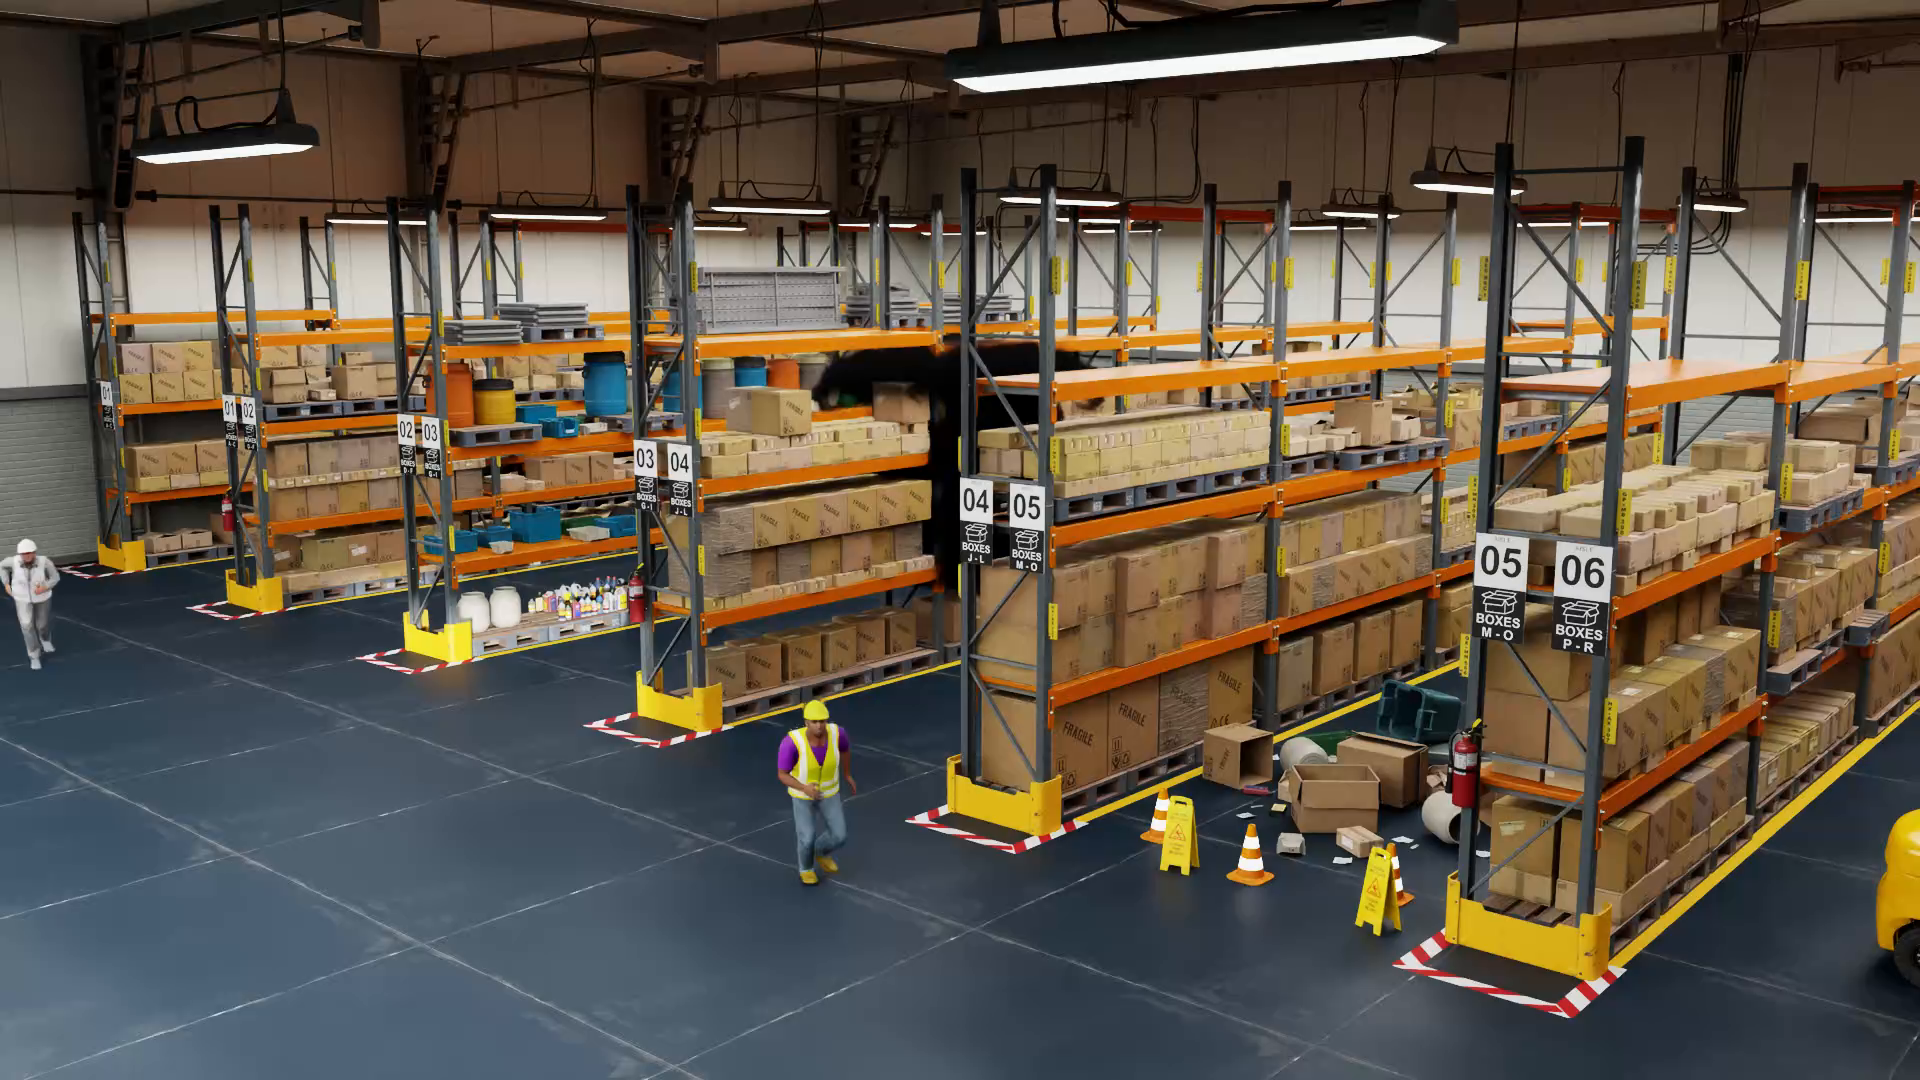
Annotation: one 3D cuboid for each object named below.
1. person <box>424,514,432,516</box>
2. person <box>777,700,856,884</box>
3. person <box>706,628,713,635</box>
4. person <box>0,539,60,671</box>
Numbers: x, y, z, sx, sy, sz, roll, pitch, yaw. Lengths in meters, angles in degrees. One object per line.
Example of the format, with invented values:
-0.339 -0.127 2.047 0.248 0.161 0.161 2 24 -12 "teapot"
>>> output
-9.341 -0.475 29.364 0.578 1.576 0.780 4 10 22 "person"
-1.170 2.097 13.721 0.713 1.654 0.781 -3 10 -20 "person"
-3.354 0.453 23.335 0.608 1.622 0.979 3 10 18 "person"
-12.018 0.794 21.570 0.703 1.734 1.038 -4 10 -21 "person"
